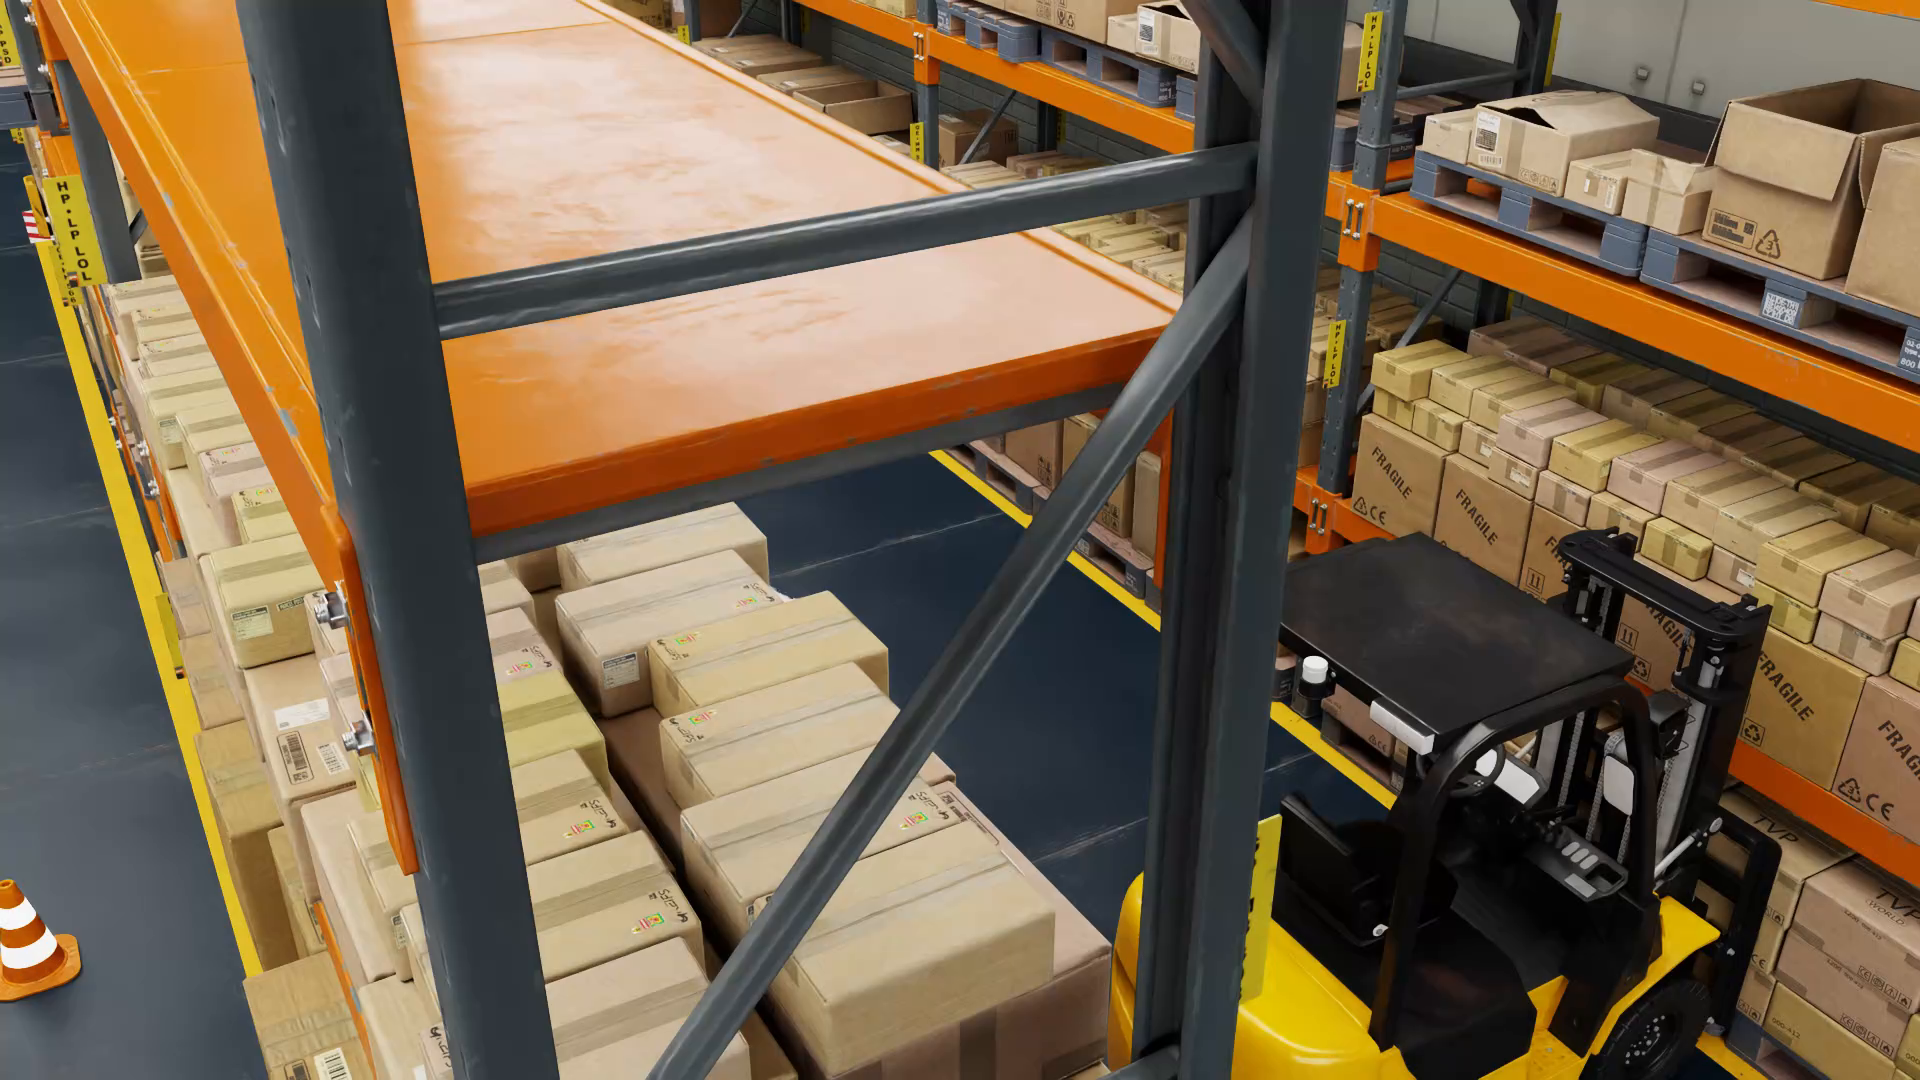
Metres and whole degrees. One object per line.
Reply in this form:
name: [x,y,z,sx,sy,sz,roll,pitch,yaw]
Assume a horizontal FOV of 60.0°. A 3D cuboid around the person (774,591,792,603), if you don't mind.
person: [-1.034,0.619,8.098,0.860,1.111,0.603,-16,33,-26]
